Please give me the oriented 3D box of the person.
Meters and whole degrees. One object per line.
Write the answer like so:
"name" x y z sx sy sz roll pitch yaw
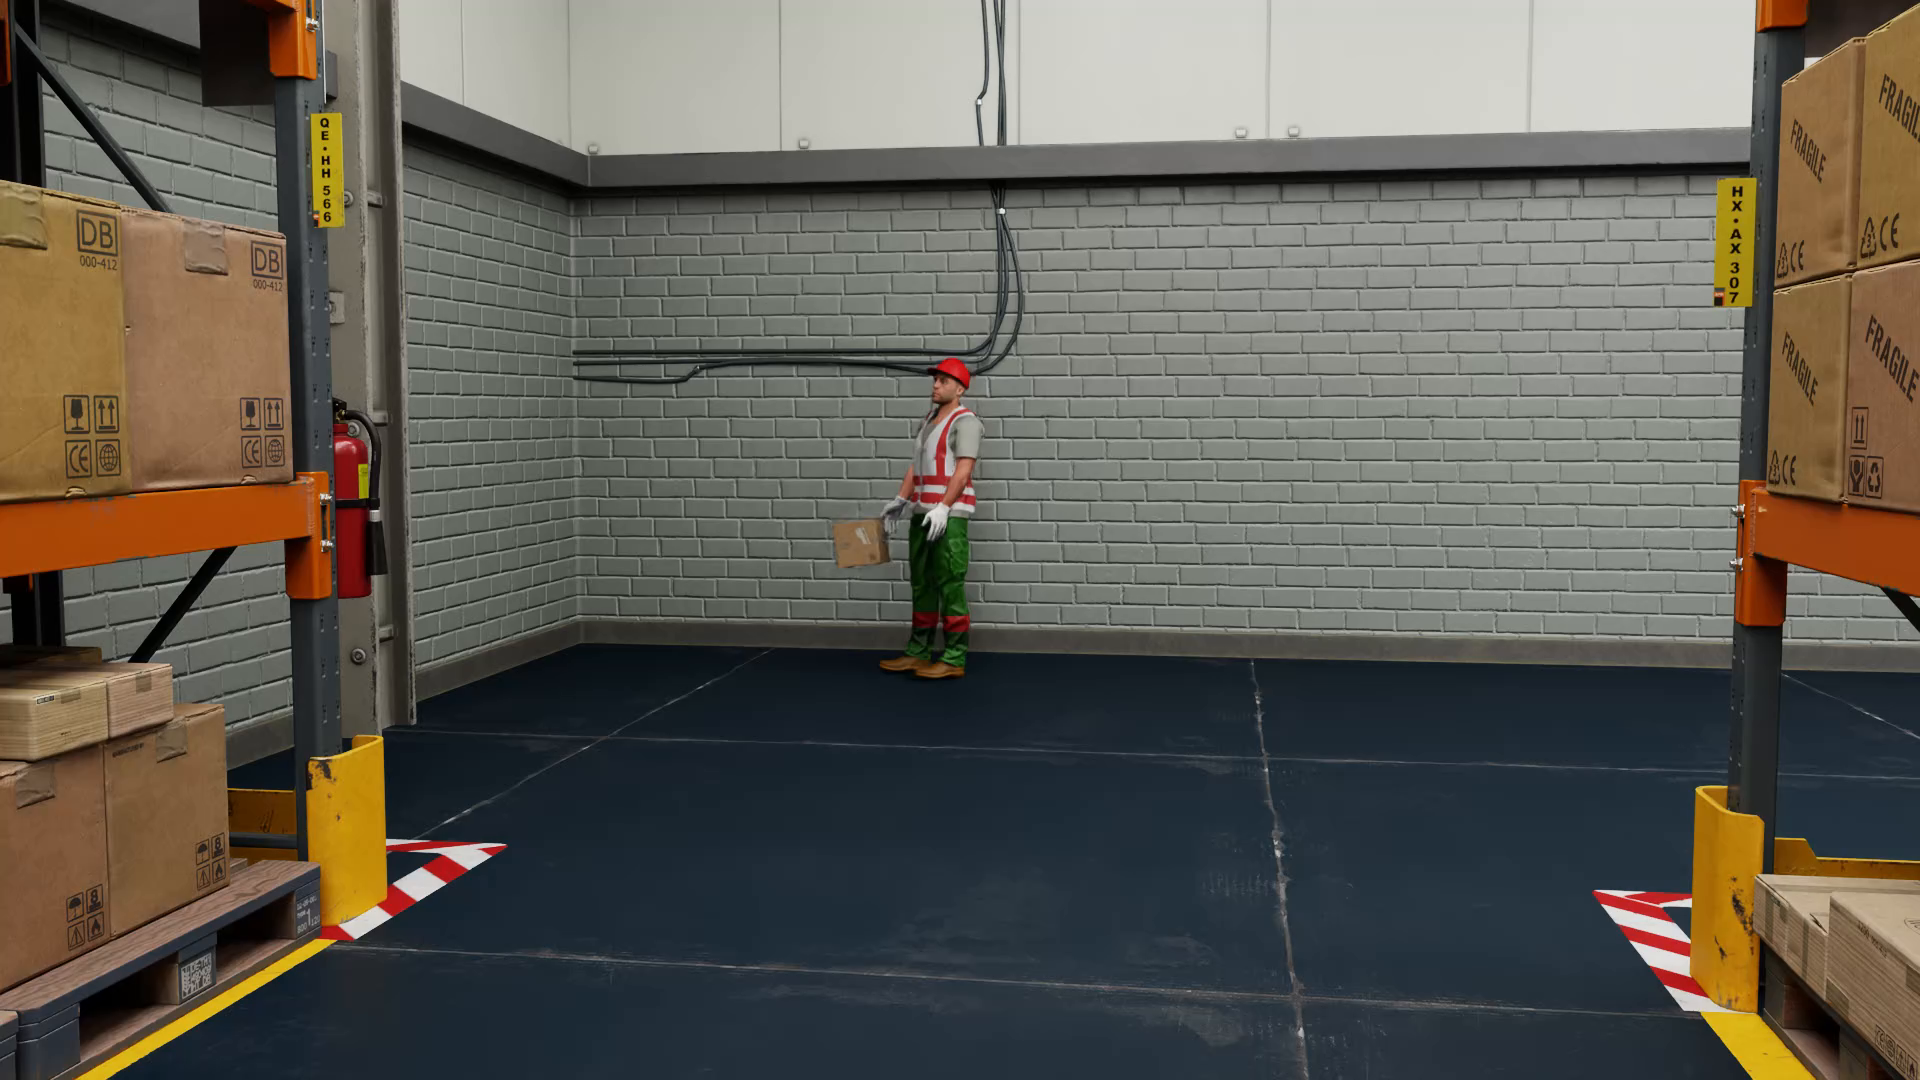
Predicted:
"person" -0.164 -0.127 9.376 0.462 1.794 0.591 -3 5 -32
